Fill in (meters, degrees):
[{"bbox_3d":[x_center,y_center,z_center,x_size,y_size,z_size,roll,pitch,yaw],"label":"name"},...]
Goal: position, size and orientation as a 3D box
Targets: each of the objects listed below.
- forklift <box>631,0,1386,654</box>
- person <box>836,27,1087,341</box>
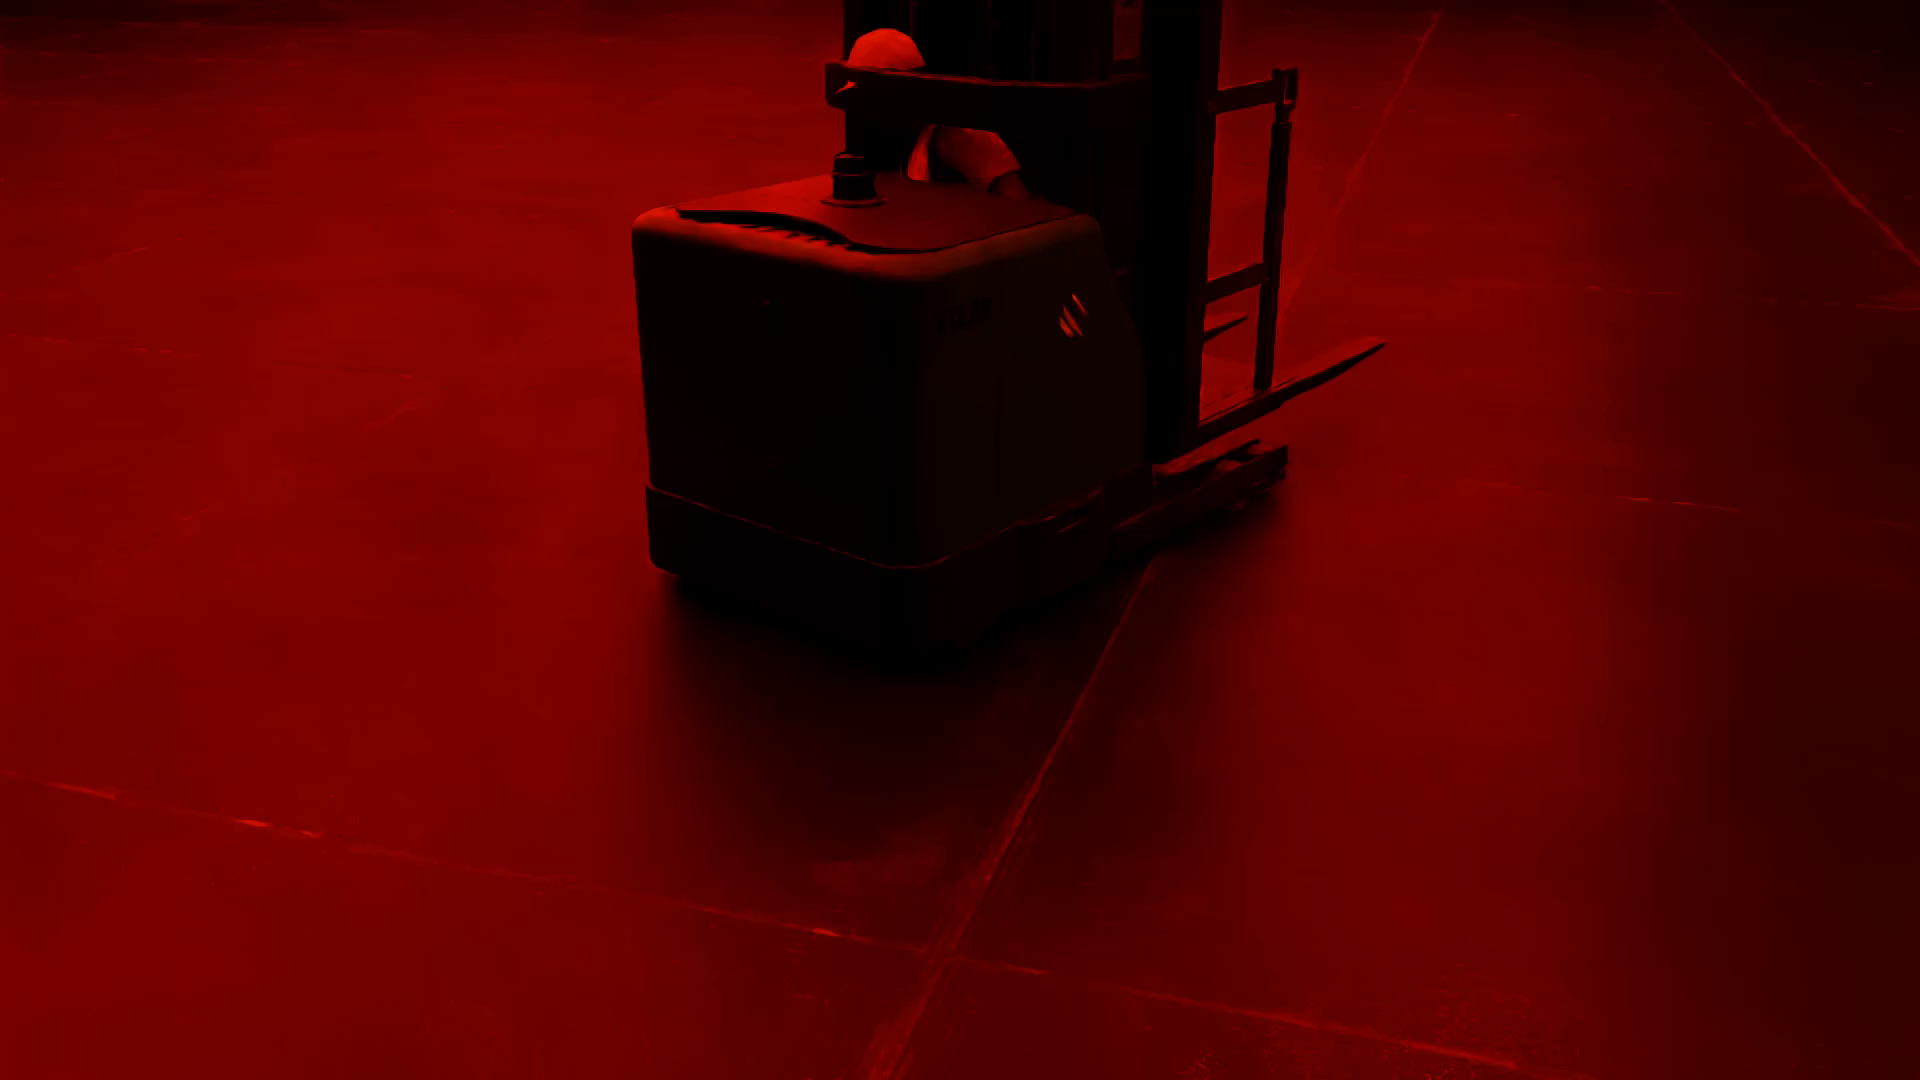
[{"bbox_3d":[0.427,-1.554,5.044,1.130,2.935,3.031,17,28,36],"label":"forklift"},{"bbox_3d":[-0.218,-0.691,4.809,0.962,1.487,1.101,-3,23,-8],"label":"person"}]
